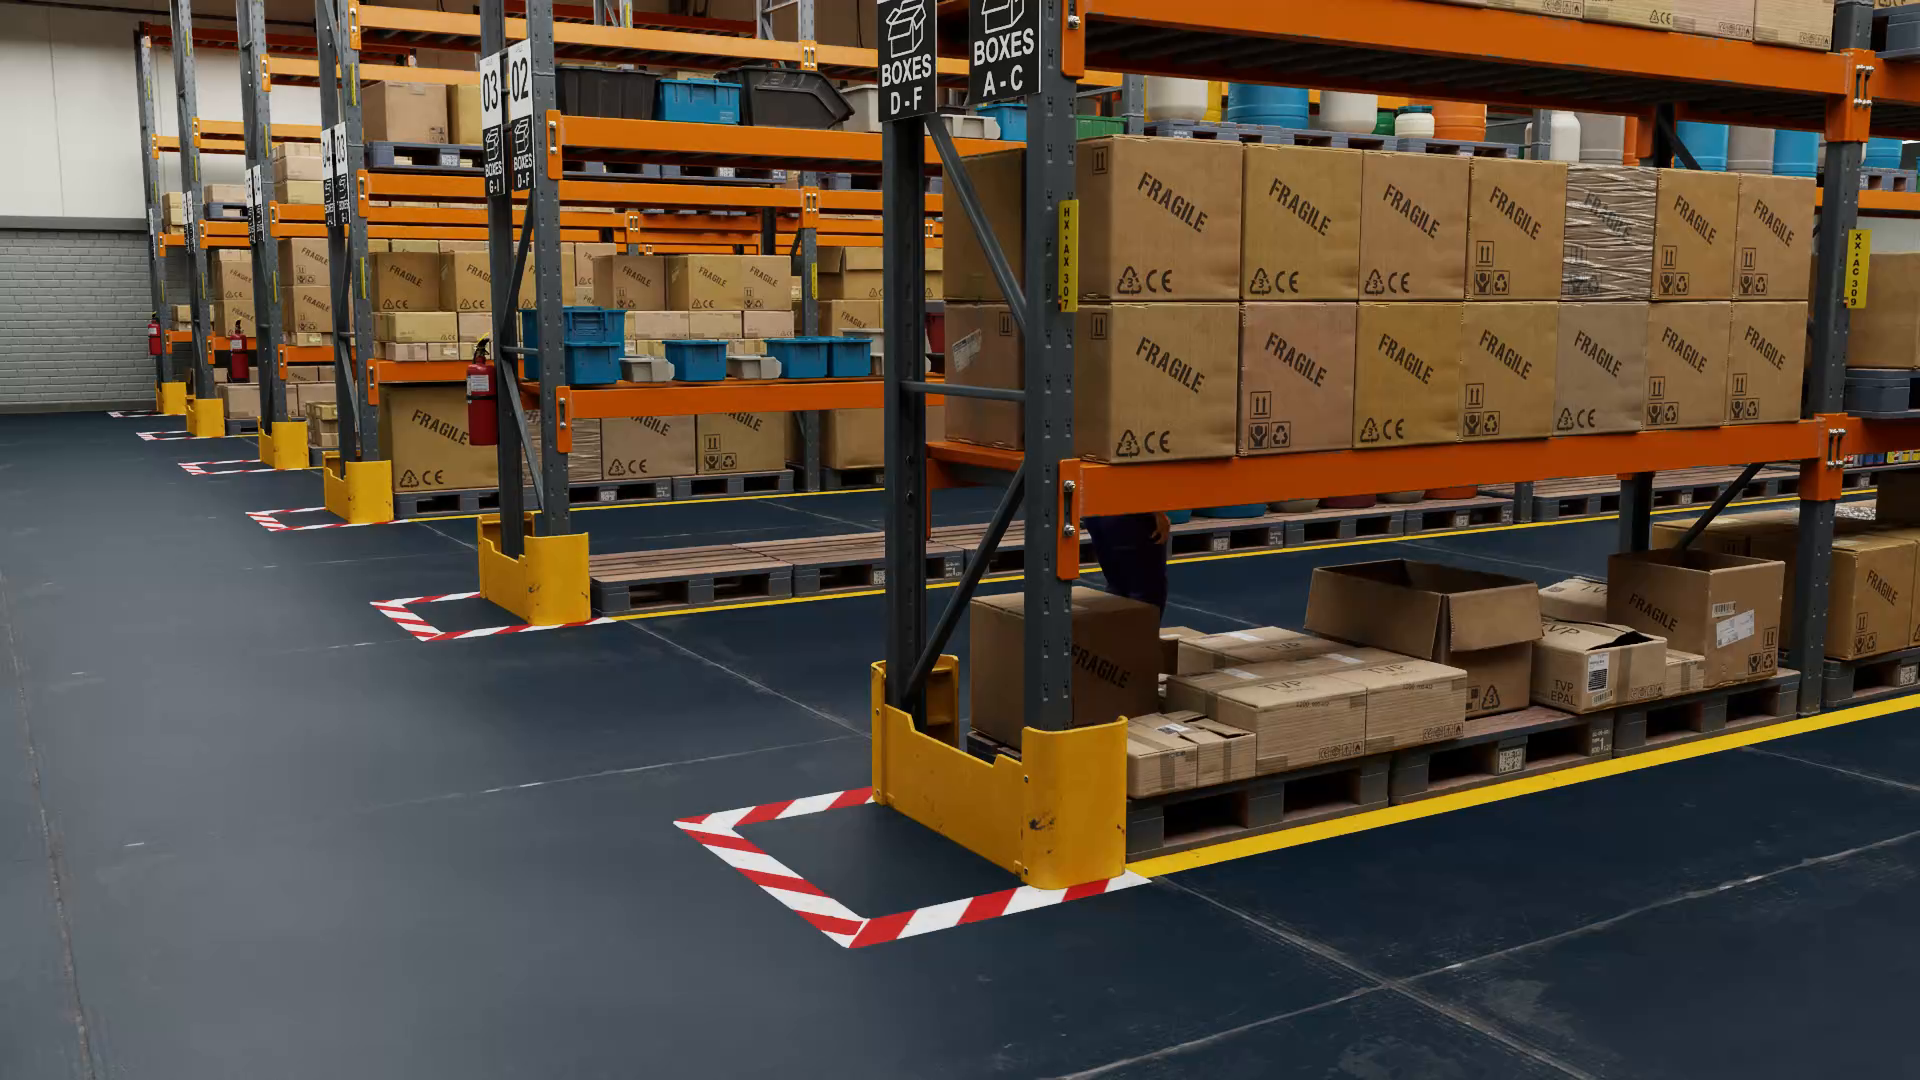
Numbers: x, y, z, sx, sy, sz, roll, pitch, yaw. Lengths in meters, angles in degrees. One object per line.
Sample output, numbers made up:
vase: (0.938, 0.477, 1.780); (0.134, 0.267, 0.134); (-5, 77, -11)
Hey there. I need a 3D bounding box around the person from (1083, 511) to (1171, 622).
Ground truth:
person: (0.801, -0.121, 7.685); (0.330, 1.653, 0.562); (-3, 9, -21)
